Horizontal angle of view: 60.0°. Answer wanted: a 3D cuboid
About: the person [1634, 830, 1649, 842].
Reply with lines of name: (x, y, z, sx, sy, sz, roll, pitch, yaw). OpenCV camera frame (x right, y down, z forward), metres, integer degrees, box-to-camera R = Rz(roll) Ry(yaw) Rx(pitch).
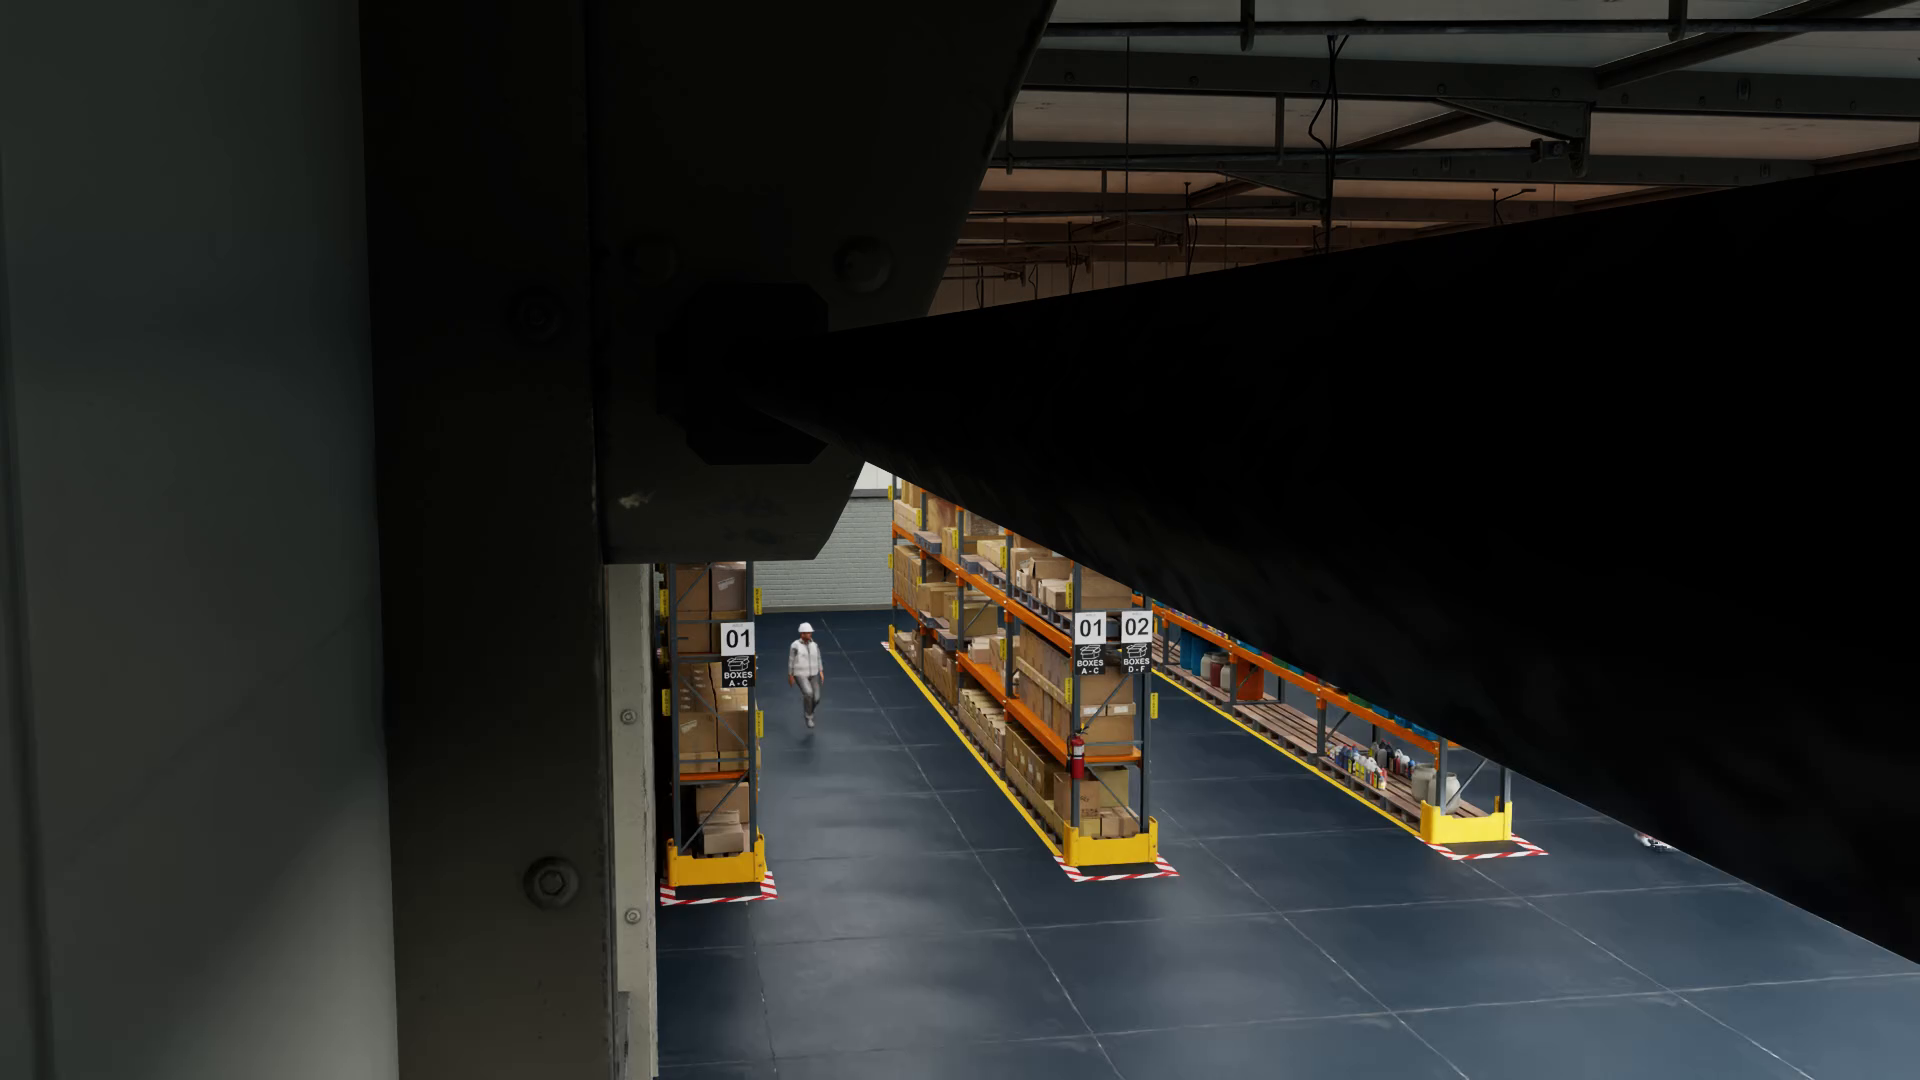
person: (8.997, 3.130, 21.917, 0.486, 1.658, 0.458, 0, 6, 2)

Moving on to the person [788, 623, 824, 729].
person: (-2.504, 2.246, 27.810, 0.570, 1.668, 0.761, -4, 7, -34)
